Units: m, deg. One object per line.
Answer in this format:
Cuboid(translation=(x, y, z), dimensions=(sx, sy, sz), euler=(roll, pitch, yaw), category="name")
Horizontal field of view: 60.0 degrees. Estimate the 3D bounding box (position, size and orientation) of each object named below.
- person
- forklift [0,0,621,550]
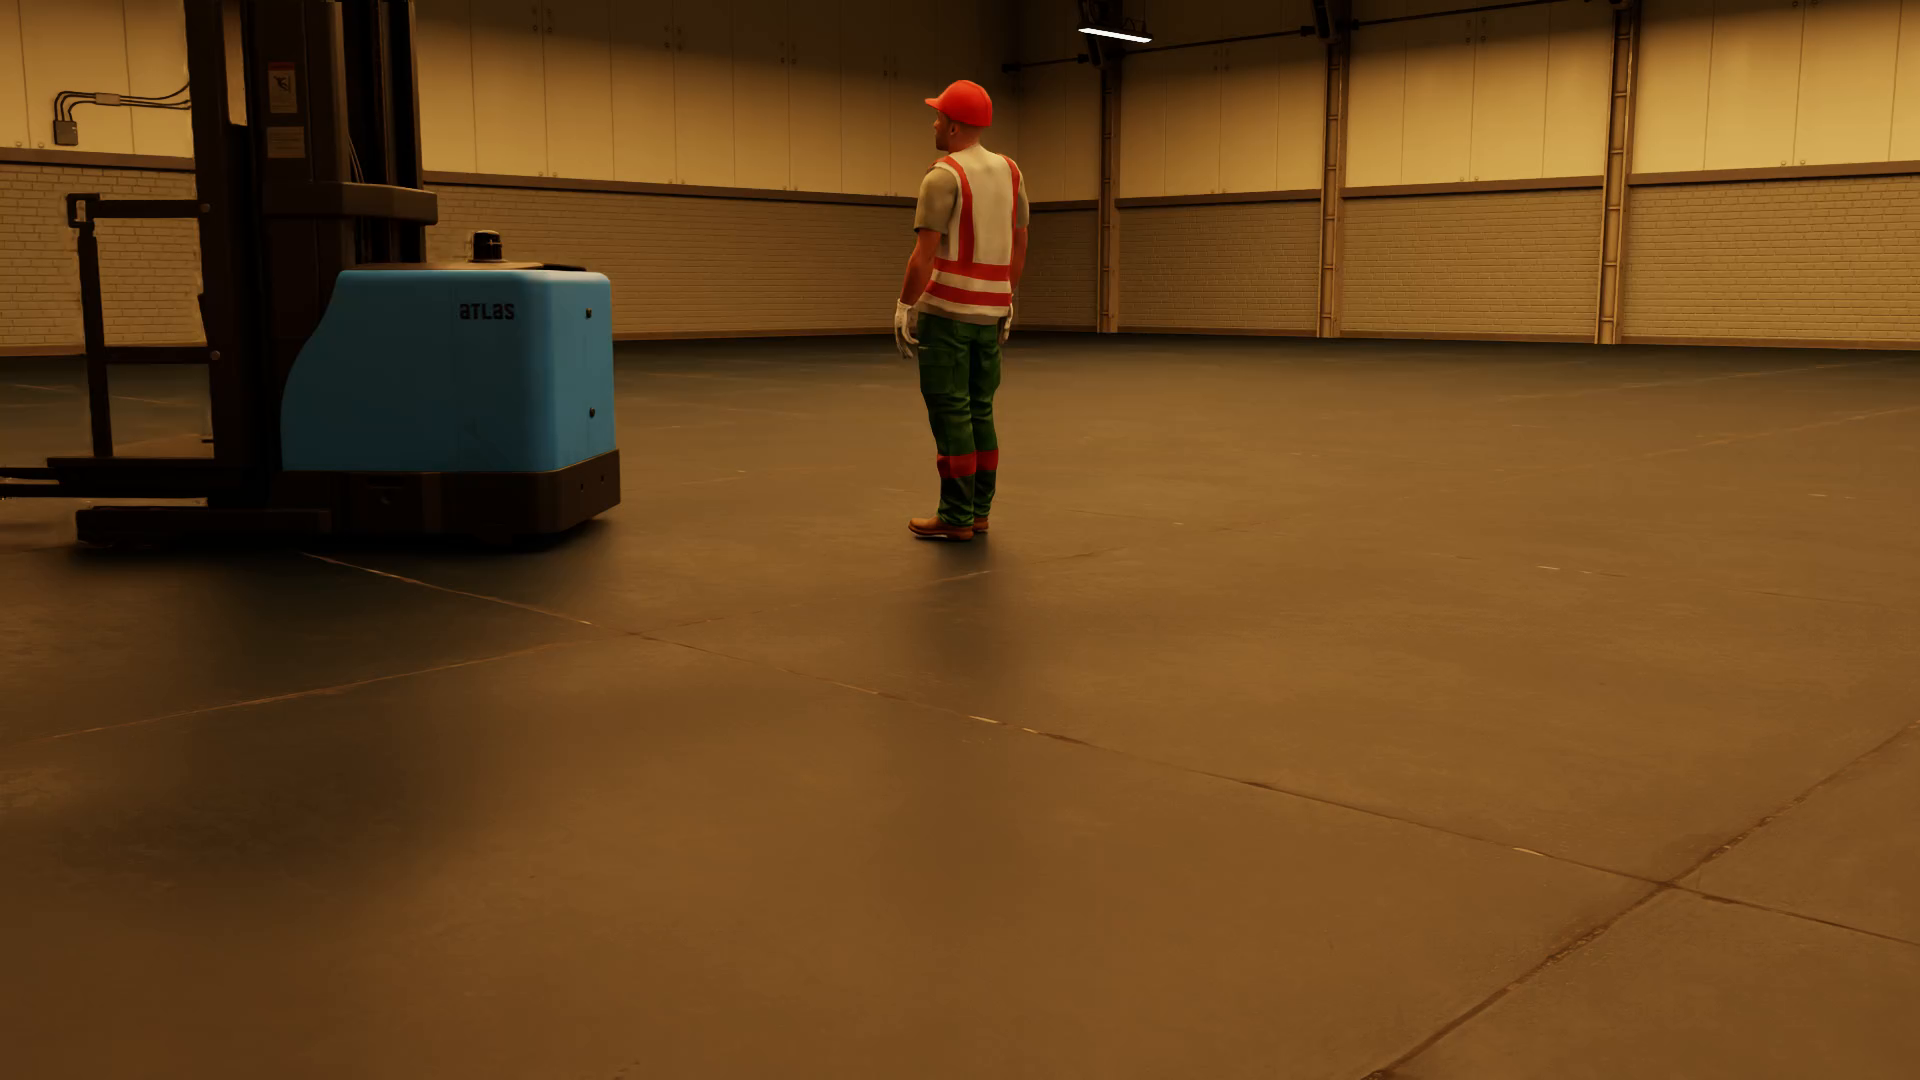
Cuboid(translation=(-0.051, -0.901, 6.646), dimensions=(0.562, 1.789, 0.638), euler=(8, 12, 43), category="person")
Cuboid(translation=(-3.029, -1.489, 6.761), dimensions=(3.031, 2.935, 1.130), euler=(1, 9, 3), category="forklift")
